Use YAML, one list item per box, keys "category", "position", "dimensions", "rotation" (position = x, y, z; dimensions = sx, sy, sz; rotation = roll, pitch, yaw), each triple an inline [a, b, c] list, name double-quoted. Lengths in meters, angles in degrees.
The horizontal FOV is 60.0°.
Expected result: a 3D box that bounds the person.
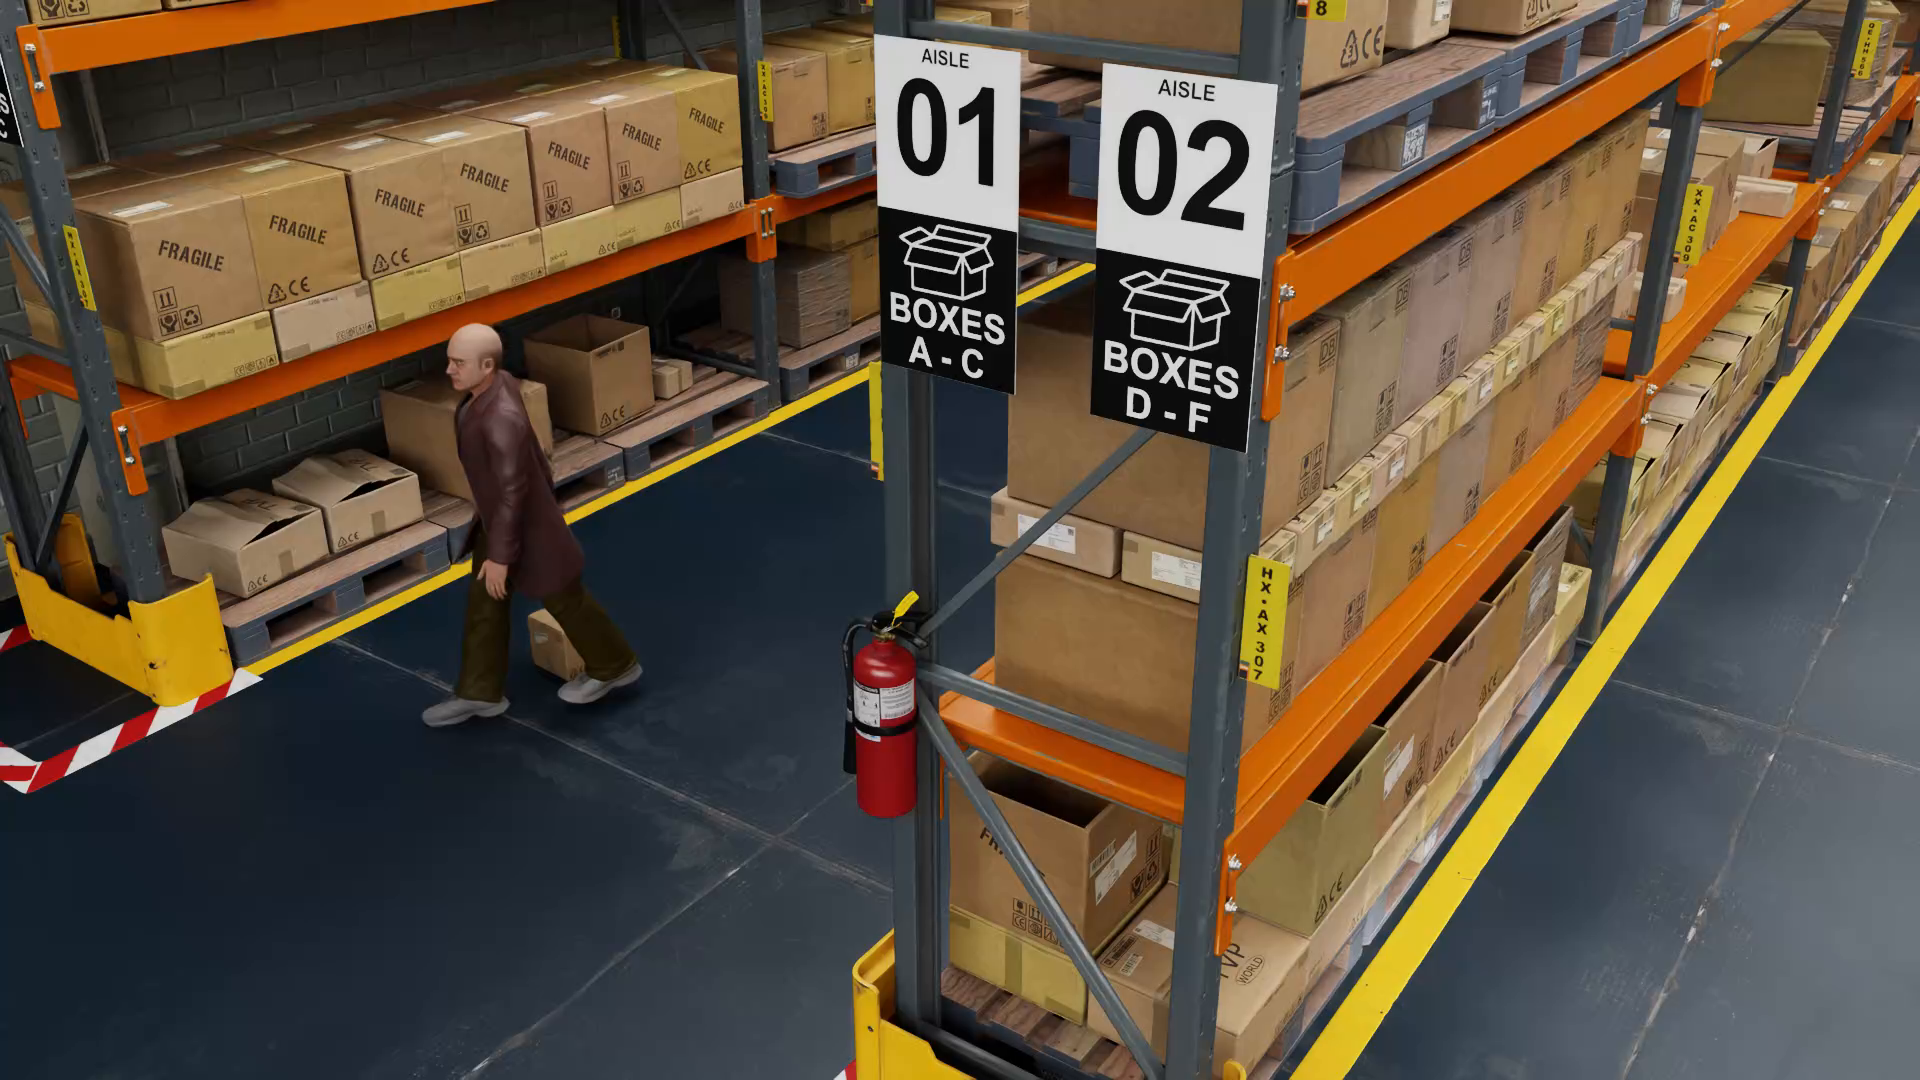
- category: "person"
  position: [-1.774, -0.033, 6.688]
  dimensions: [0.916, 1.774, 0.608]
  rotation: [-14, 30, -26]
